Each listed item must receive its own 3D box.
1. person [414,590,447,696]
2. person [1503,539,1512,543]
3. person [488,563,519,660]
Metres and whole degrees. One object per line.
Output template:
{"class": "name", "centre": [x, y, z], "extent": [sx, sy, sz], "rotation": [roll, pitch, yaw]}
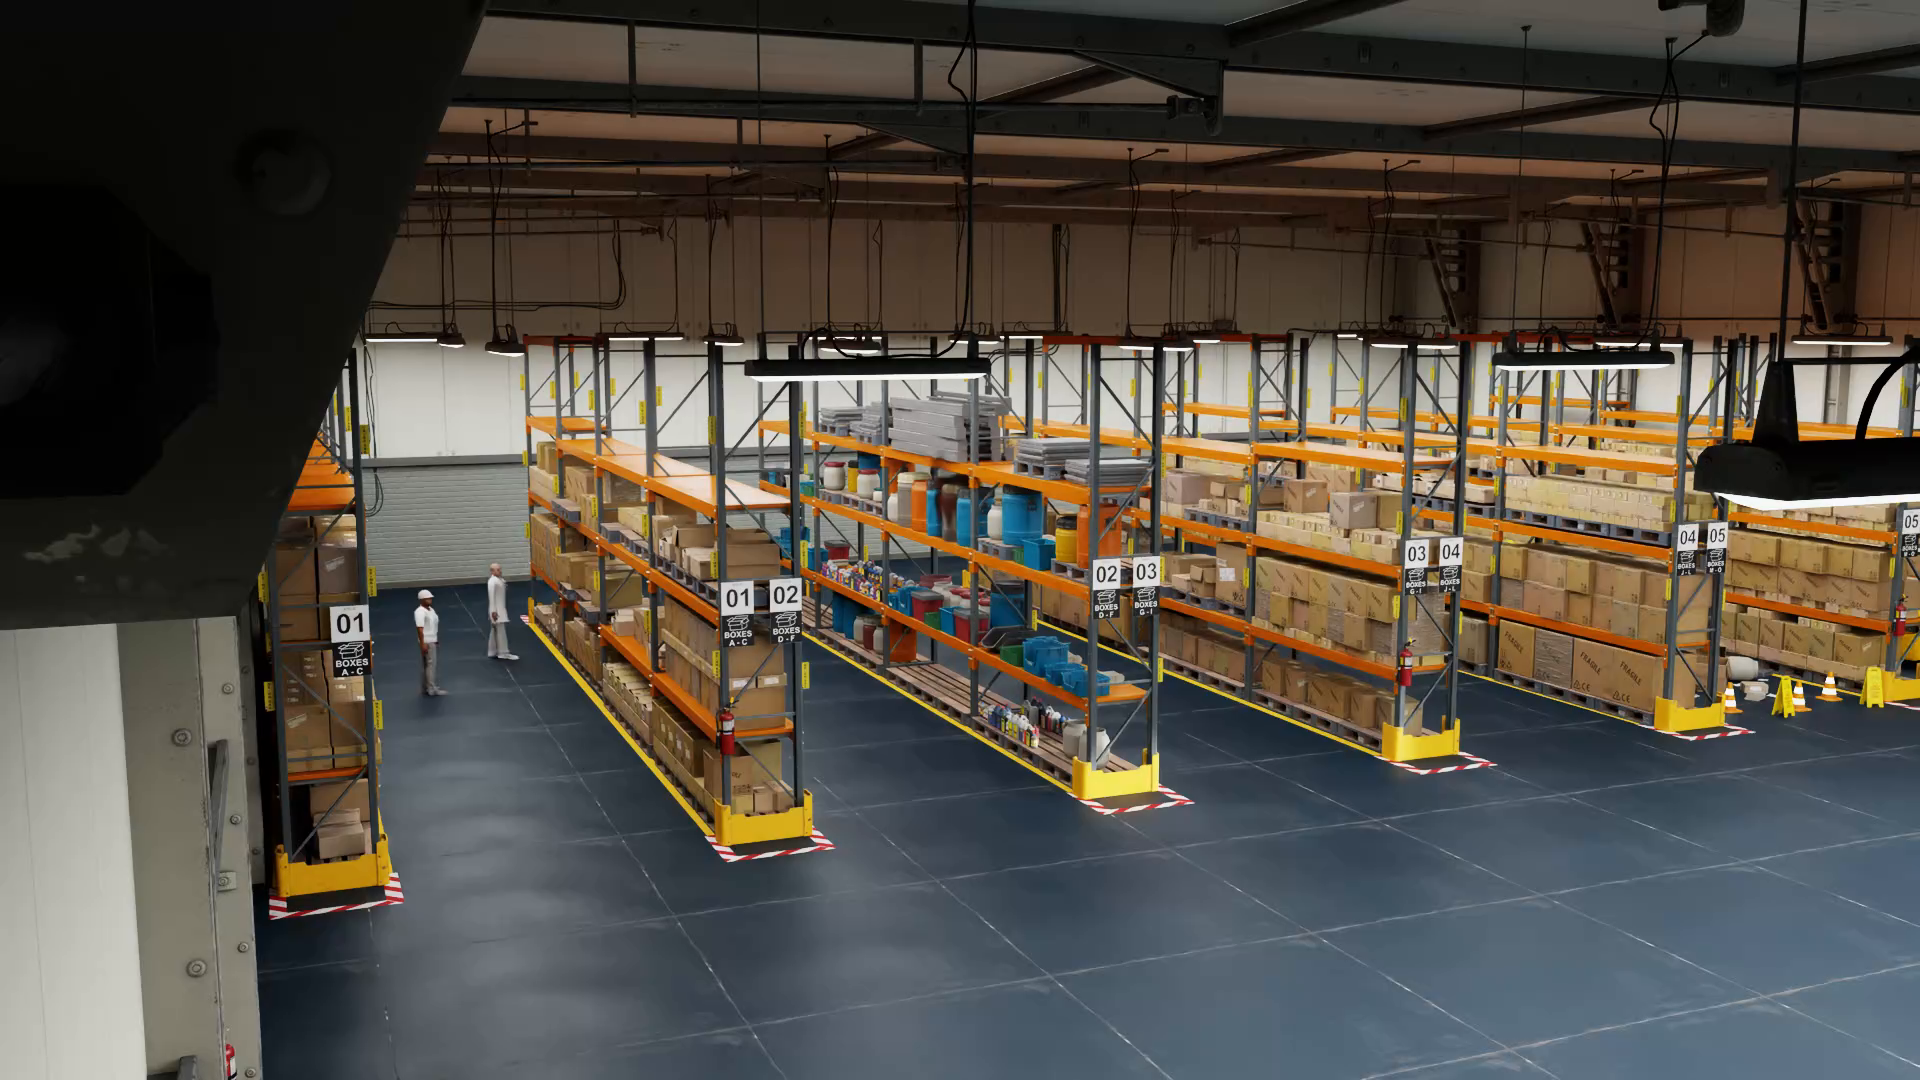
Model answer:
{"class": "person", "centre": [-8.977, 1.721, 28.160], "extent": [0.473, 1.771, 0.598], "rotation": [-2, 8, -17]}
{"class": "person", "centre": [11.269, 0.880, 34.568], "extent": [0.511, 1.808, 0.625], "rotation": [1, 8, 4]}
{"class": "person", "centre": [-8.567, 1.323, 31.085], "extent": [0.570, 1.801, 0.605], "rotation": [-2, 8, -12]}
